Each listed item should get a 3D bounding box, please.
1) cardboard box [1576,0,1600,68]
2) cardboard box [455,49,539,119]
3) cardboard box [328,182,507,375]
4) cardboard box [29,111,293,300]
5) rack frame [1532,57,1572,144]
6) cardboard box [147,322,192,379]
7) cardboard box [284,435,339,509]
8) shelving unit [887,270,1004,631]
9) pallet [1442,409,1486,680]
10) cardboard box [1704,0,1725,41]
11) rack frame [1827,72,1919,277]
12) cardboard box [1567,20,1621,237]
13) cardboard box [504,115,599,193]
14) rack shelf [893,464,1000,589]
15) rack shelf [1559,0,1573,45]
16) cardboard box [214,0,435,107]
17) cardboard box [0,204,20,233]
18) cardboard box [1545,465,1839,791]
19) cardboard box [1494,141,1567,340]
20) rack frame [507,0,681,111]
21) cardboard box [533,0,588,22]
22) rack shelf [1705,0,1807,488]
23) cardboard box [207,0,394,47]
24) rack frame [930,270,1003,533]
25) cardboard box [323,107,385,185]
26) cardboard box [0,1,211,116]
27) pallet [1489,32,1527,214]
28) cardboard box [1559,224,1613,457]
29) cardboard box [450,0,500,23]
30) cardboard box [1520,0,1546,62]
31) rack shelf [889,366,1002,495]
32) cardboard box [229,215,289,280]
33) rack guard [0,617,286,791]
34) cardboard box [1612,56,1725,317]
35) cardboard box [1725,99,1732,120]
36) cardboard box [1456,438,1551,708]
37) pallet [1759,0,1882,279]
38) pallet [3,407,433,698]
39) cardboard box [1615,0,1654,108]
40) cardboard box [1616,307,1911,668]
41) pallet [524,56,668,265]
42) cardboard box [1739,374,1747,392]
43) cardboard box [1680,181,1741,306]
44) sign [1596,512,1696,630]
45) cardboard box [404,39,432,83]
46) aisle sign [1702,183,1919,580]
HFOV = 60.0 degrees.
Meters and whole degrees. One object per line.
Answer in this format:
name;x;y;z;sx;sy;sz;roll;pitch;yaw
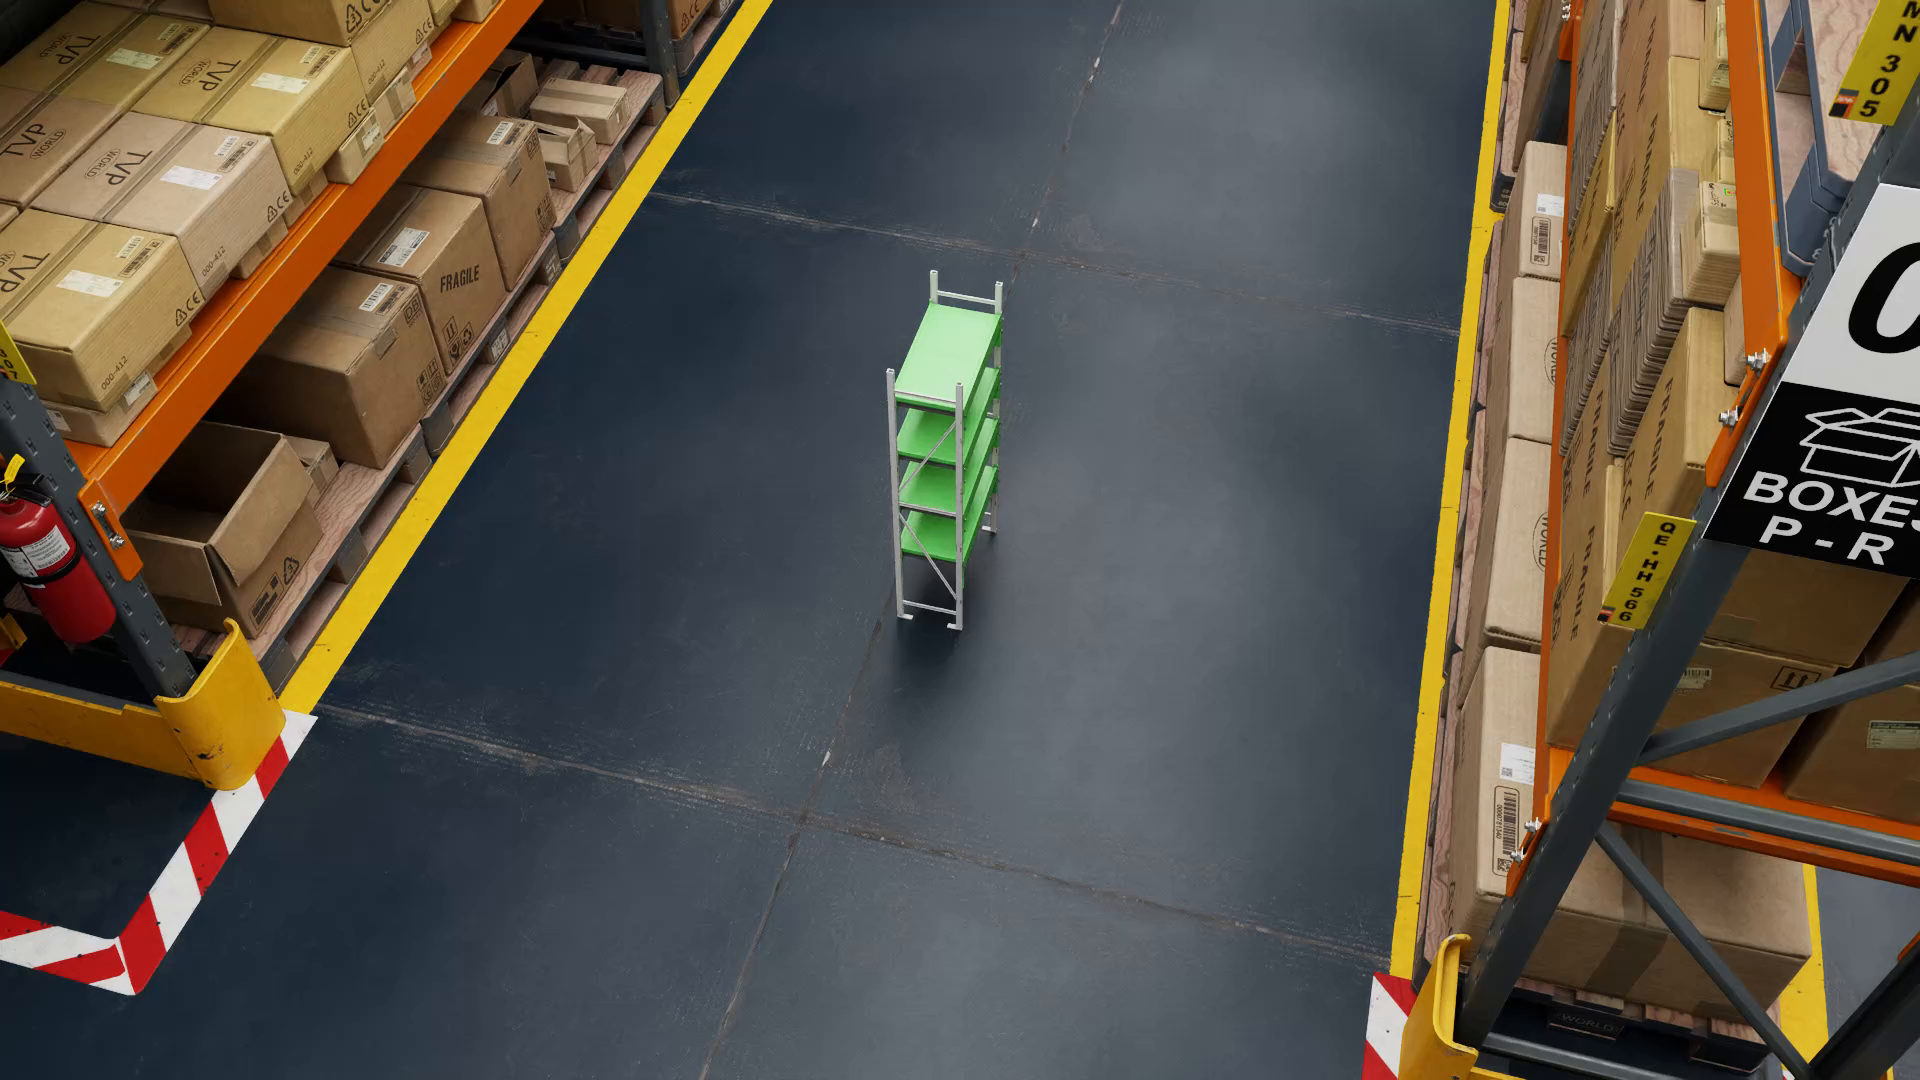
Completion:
cardboard box;2.542;-1.995;5.944;0.500;0.500;0.500;13;50;11
cardboard box;-2.273;-2.045;7.567;0.500;0.311;0.500;13;50;11
cardboard box;-2.173;-1.042;6.556;0.500;0.500;0.500;12;50;11
cardboard box;-2.412;-1.022;5.053;0.500;0.250;0.500;12;50;10
rack frame;2.918;-2.250;6.235;1.000;3.000;0.127;12;50;10
cardboard box;-2.550;-0.627;4.970;0.380;0.149;0.250;13;50;11
cardboard box;-2.522;-0.252;6.093;0.380;0.149;0.250;10;49;9
shelving unit;-0.044;-0.277;5.694;0.258;1.200;0.503;12;50;10
pallet;2.324;0.093;6.027;1.003;0.211;1.213;12;50;10
cardboard box;2.137;-1.354;4.278;0.380;0.149;0.250;13;50;11
rack frame;1.866;-1.342;1.432;1.000;3.000;0.127;12;50;10
cardboard box;2.269;-1.273;5.307;0.500;0.500;0.500;12;50;10
cardboard box;-1.828;-1.742;7.330;0.396;0.266;0.258;13;50;11
rack shelf;-0.044;-0.076;5.922;0.258;0.148;0.480;12;50;10
rack shelf;3.445;-3.458;7.781;1.077;0.370;4.000;12;50;10
cardboard box;-2.168;-1.763;5.707;0.500;0.250;0.500;10;49;9
cardboard box;-3.059;-0.767;4.828;0.500;0.250;0.500;13;50;11
cardboard box;1.737;0.209;3.998;0.500;0.500;0.500;12;50;10
cardboard box;2.650;-1.108;6.656;0.875;0.438;0.875;11;49;9
rack frame;-1.871;-3.227;7.097;1.000;3.000;0.127;12;50;10
cardboard box;-2.027;-2.952;8.242;0.500;0.500;0.500;11;50;10
rack shelf;2.392;-1.558;4.103;1.077;0.370;4.000;12;50;10
cardboard box;-2.150;-1.990;5.407;0.500;0.500;0.500;13;50;11
rack frame;0.021;-0.454;5.850;0.240;1.200;0.015;12;50;10
cardboard box;-2.186;-1.356;5.614;0.380;0.149;0.250;10;49;9
cardboard box;-2.787;-1.497;5.472;0.500;0.250;0.500;13;50;11
pallet;3.049;-1.900;7.786;1.003;0.211;1.213;12;50;10
cardboard box;2.010;-0.525;4.646;0.500;0.500;0.500;13;50;11
cardboard box;-1.939;-2.103;6.273;0.380;0.149;0.250;11;49;9
cardboard box;3.235;-2.805;7.862;0.875;0.875;0.875;13;50;11
rack shelf;-0.044;-0.394;5.562;0.258;0.148;0.480;12;50;10
cardboard box;-2.389;-0.995;5.295;0.380;0.149;0.250;13;50;11
rack guard;-2.904;0.439;5.529;1.175;0.500;0.348;12;50;10
cardboard box;2.005;-0.857;4.272;0.500;0.500;0.500;11;50;10
cardboard box;2.040;-0.975;3.944;0.380;0.149;0.250;11;50;10
cardboard box;2.176;0.192;5.509;0.875;0.438;0.875;13;50;11
pallet;2.051;-0.858;3.065;1.003;0.211;1.213;12;50;10
pallet;-2.695;-0.042;6.147;1.003;0.211;1.213;12;50;10
cardboard box;2.275;-1.585;4.914;0.500;0.500;0.500;12;50;11
cardboard box;1.763;-0.116;3.618;0.500;0.500;0.500;13;50;11
pallet;-2.053;-1.807;7.704;1.003;0.211;1.213;12;50;10
cardboard box;1.767;-0.234;3.290;0.380;0.149;0.250;12;50;11
cardboard box;1.797;-0.626;3.636;0.380;0.149;0.250;11;50;10
sign;1.346;0.065;3.262;0.100;0.325;0.005;12;50;10
cardboard box;-2.135;-1.750;5.962;0.380;0.149;0.250;11;50;10
aisle sign;1.548;-0.226;2.715;0.394;0.787;0.004;12;50;10
